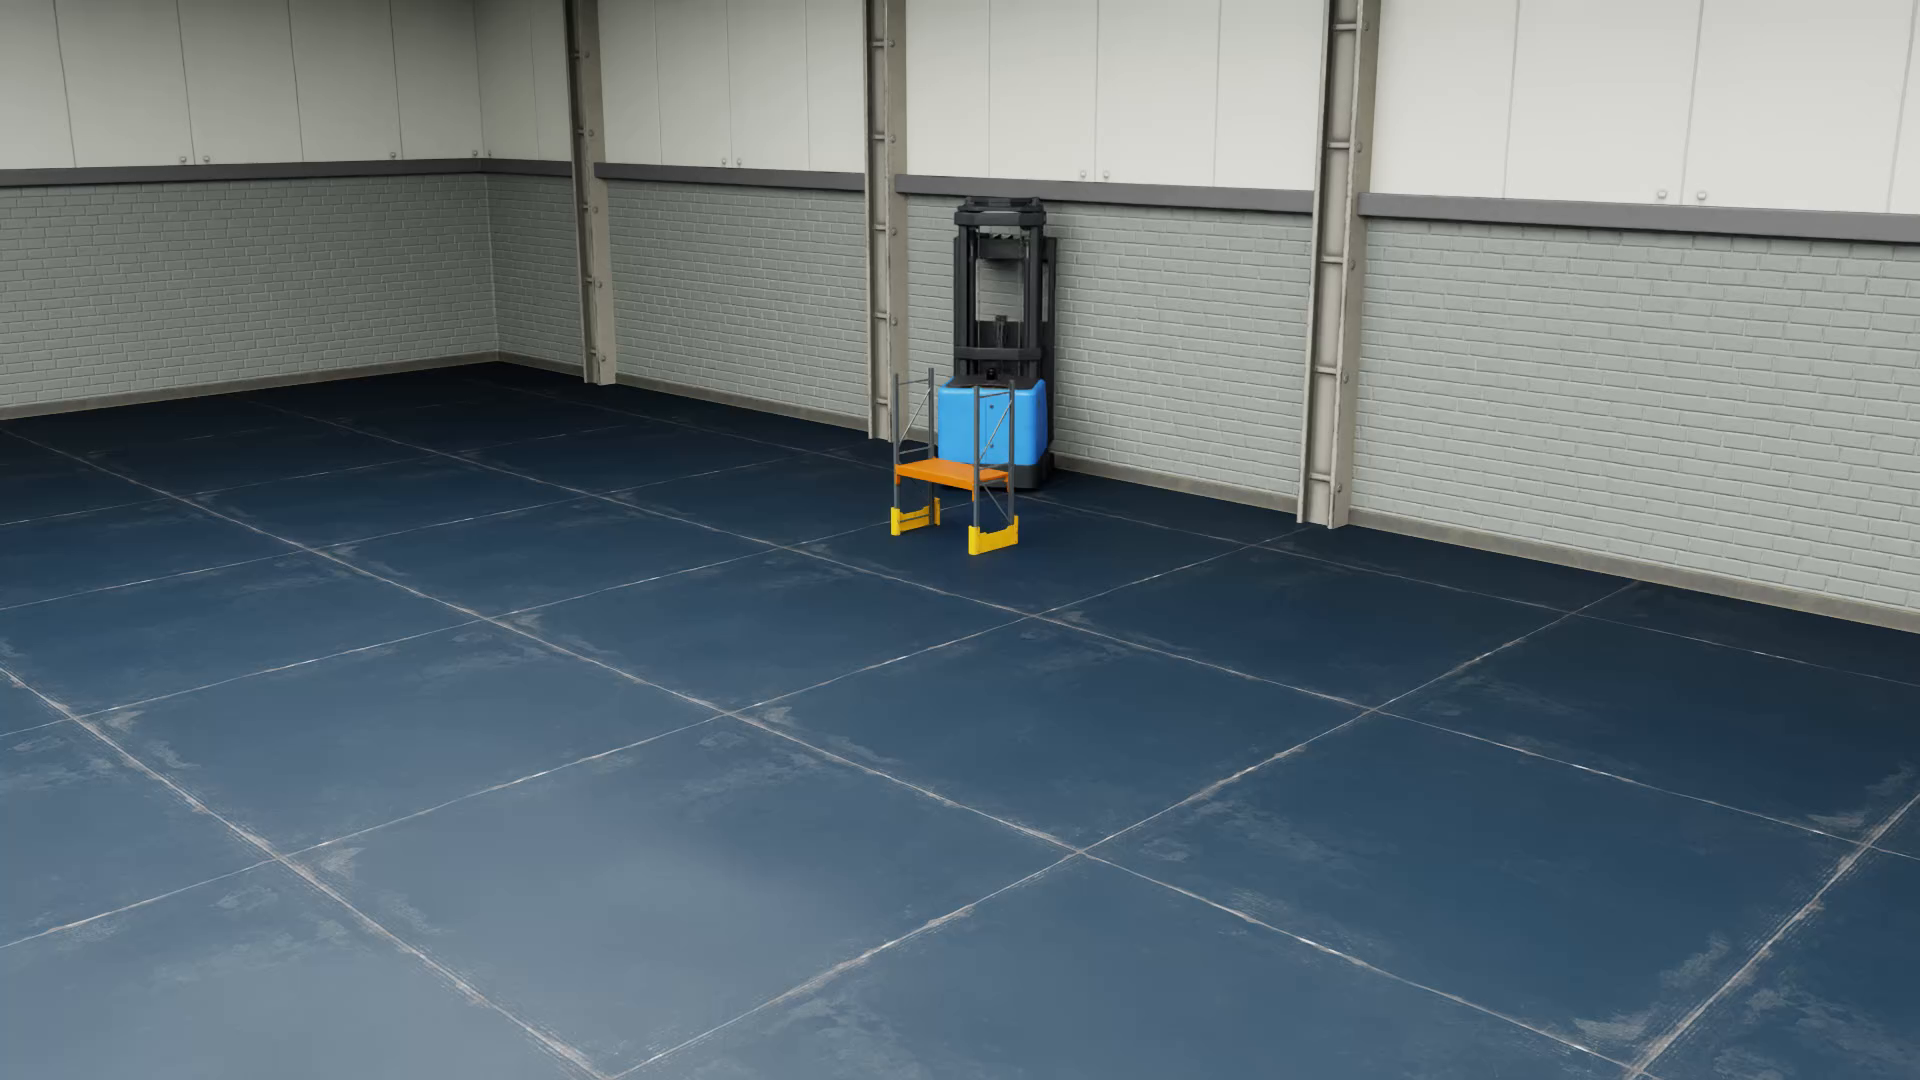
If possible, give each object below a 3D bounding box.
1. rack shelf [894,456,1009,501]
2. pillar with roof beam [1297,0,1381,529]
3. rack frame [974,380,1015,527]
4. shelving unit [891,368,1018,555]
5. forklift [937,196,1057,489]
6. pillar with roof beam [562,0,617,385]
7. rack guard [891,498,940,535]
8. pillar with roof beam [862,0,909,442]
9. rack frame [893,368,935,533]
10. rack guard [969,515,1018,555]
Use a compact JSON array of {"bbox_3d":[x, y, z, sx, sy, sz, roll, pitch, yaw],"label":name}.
[{"bbox_3d":[-0.061,-0.567,15.164,1.000,0.185,0.538,14,20,42],"label":"rack shelf"},{"bbox_3d":[0.479,-3.739,11.752,0.400,9.000,9.100,14,20,42],"label":"pillar with roof beam"},{"bbox_3d":[0.305,-0.652,14.777,0.032,1.500,0.500,14,20,42],"label":"rack frame"},{"bbox_3d":[-0.055,-0.739,15.112,1.083,1.500,0.587,14,20,42],"label":"shelving unit"},{"bbox_3d":[0.515,-2.269,18.146,1.130,2.935,3.031,2,15,9],"label":"forklift"},{"bbox_3d":[-8.159,-5.839,19.812,0.400,9.000,9.100,14,20,42],"label":"pillar with roof beam"},{"bbox_3d":[-0.413,-0.221,15.604,0.087,0.250,0.587,14,20,42],"label":"rack guard"},{"bbox_3d":[-3.840,-4.789,15.782,0.400,9.000,9.100,14,20,42],"label":"pillar with roof beam"},{"bbox_3d":[-0.427,-0.830,15.460,0.032,1.500,0.500,14,20,42],"label":"rack frame"},{"bbox_3d":[0.304,-0.047,14.935,0.087,0.250,0.587,14,20,42],"label":"rack guard"}]
